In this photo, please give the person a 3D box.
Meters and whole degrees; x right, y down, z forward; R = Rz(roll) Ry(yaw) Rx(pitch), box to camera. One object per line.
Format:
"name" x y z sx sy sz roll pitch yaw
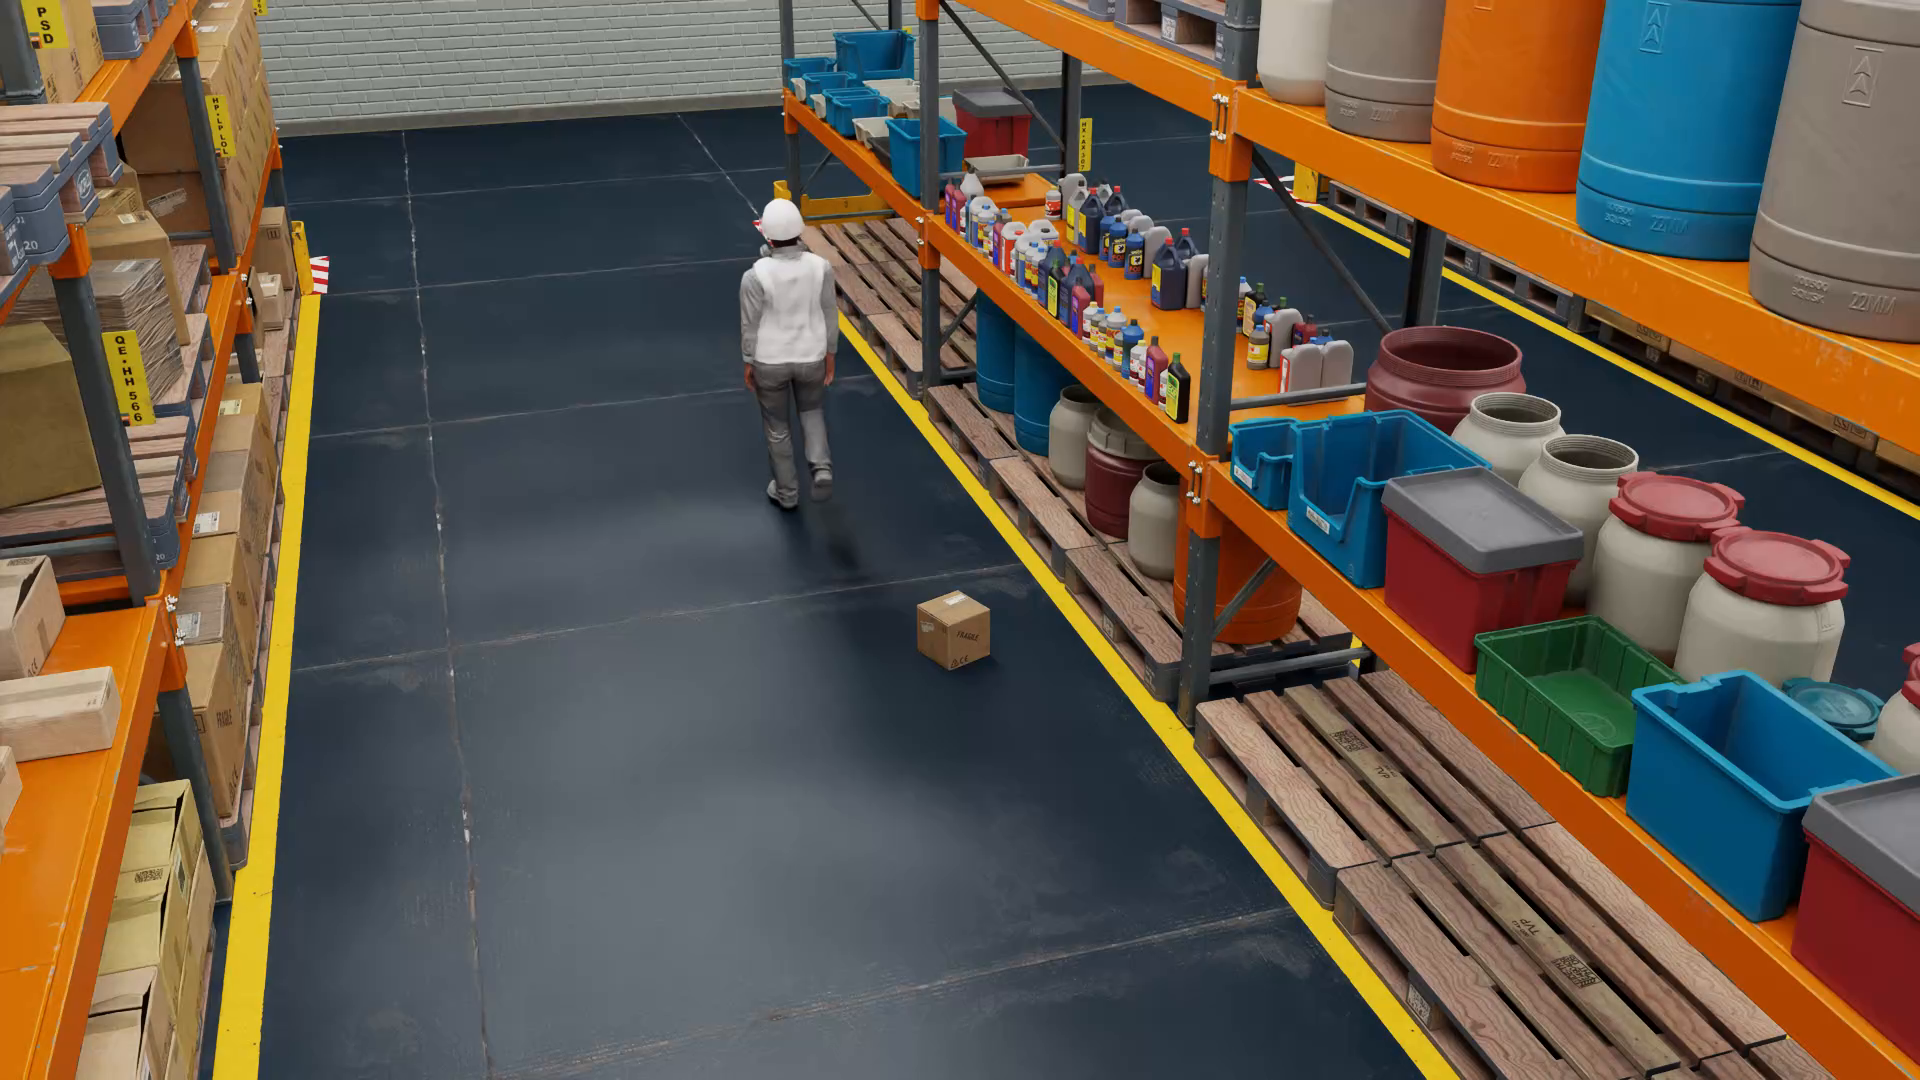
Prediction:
"person" -0.920 -0.993 9.057 0.538 1.759 0.516 -10 28 -20
